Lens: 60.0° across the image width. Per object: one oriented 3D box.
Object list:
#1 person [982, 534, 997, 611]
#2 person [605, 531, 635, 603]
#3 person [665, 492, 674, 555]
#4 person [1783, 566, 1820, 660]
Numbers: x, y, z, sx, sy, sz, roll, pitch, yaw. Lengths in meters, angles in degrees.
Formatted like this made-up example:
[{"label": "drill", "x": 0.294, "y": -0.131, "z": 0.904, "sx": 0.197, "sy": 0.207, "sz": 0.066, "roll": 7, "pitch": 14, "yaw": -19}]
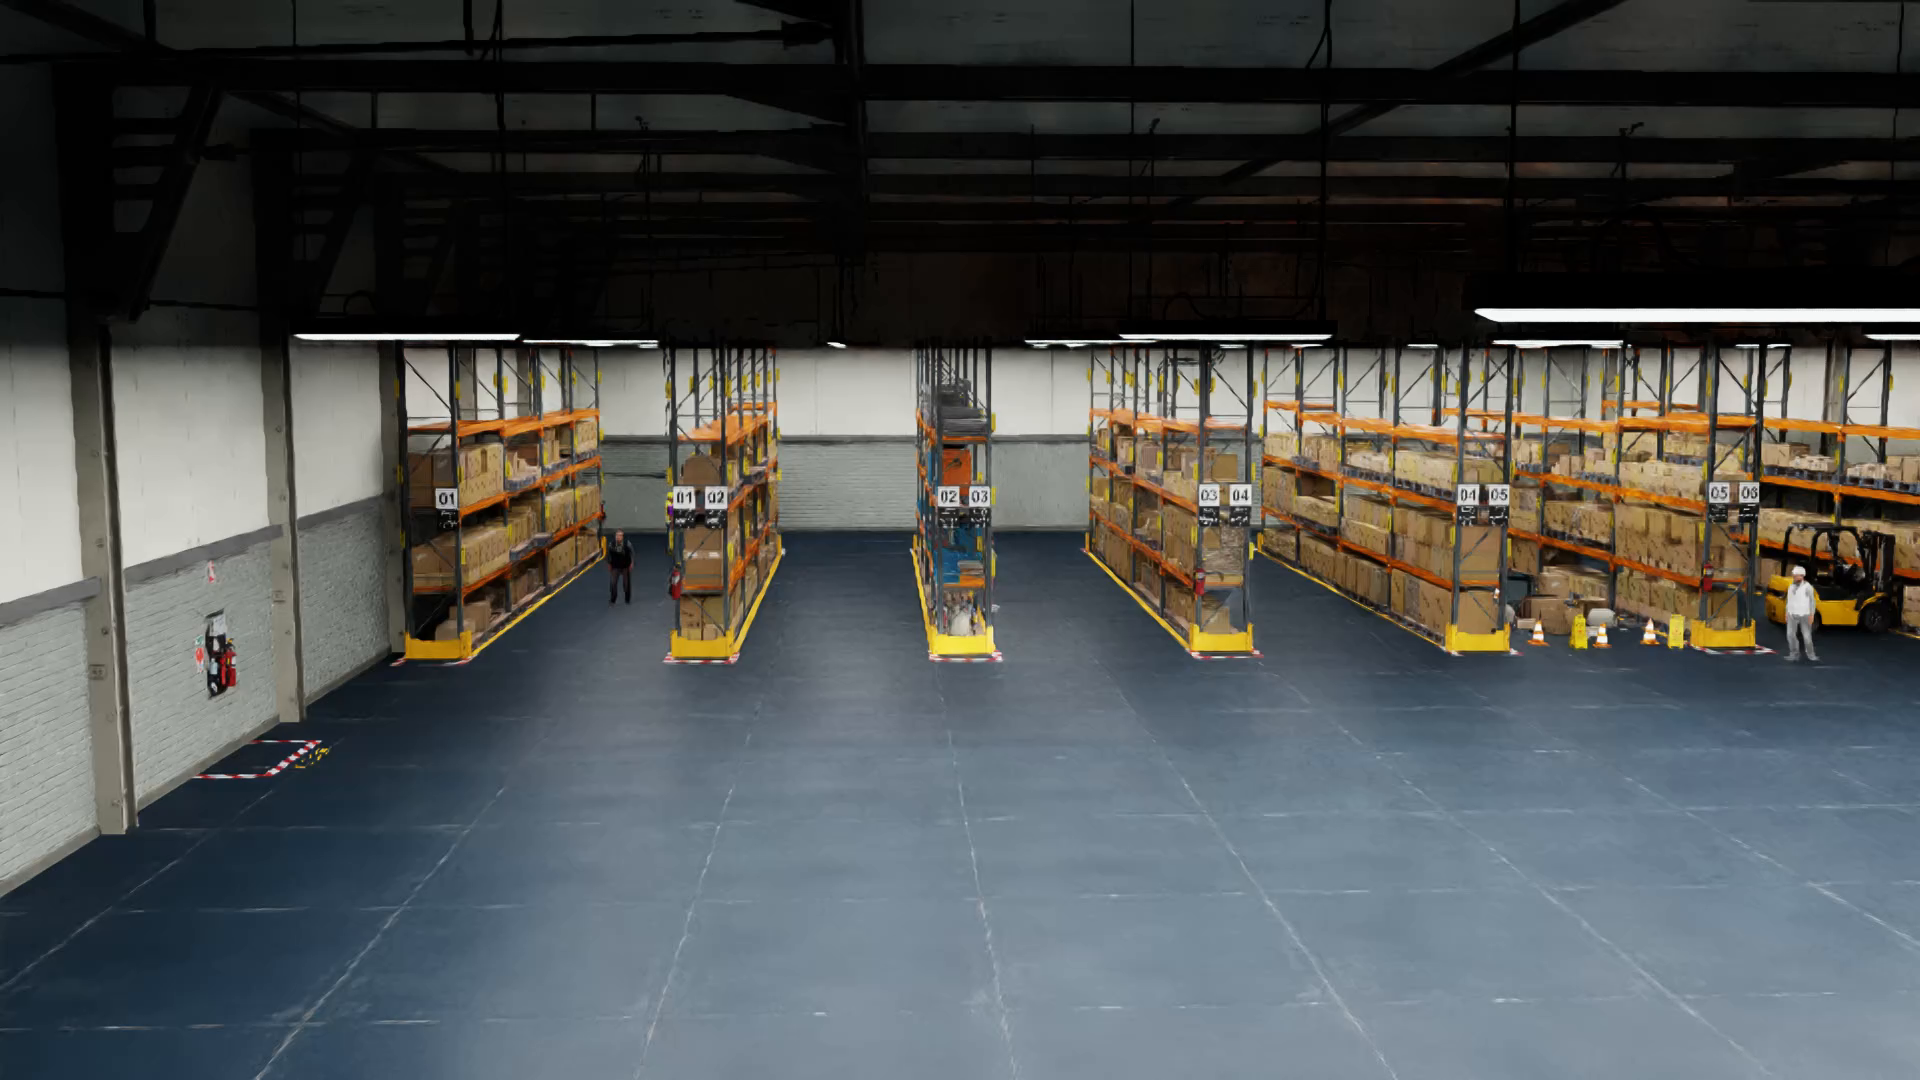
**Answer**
[{"label": "person", "x": 0.684, "y": 0.708, "z": 36.730, "sx": 0.452, "sy": 1.676, "sz": 0.536, "roll": -3, "pitch": 7, "yaw": -24}, {"label": "person", "x": -7.708, "y": 0.616, "z": 37.761, "sx": 0.677, "sy": 1.671, "sz": 0.534, "roll": -1, "pitch": 7, "yaw": -5}, {"label": "person", "x": -8.104, "y": -0.487, "z": 46.766, "sx": 0.383, "sy": 1.769, "sz": 0.703, "roll": -1, "pitch": 7, "yaw": -12}, {"label": "person", "x": 15.612, "y": 1.358, "z": 30.832, "sx": 0.536, "sy": 1.765, "sz": 0.628, "roll": -4, "pitch": 7, "yaw": -30}]
